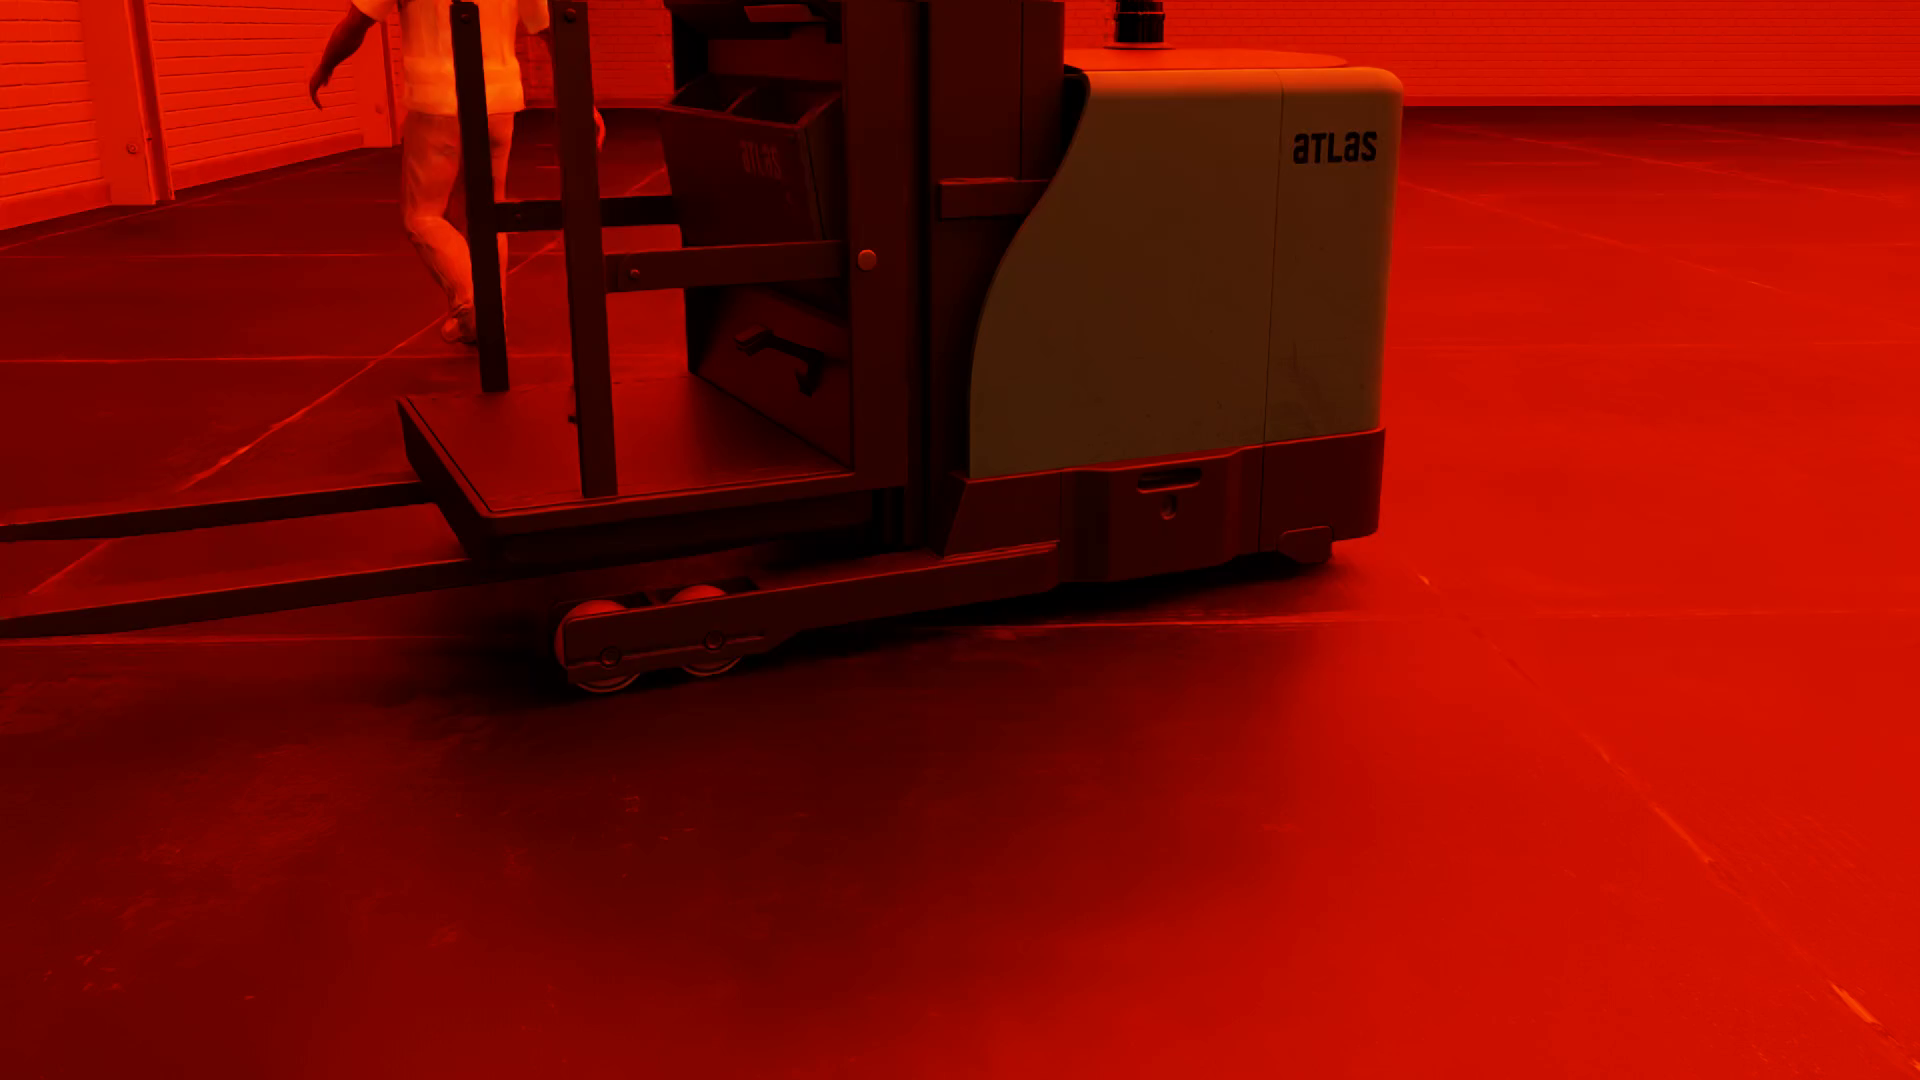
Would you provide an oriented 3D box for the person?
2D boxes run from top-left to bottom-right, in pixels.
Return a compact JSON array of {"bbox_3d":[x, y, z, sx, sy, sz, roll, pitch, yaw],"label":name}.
[{"bbox_3d":[-1.796,-1.554,6.016,0.907,1.746,0.684,-14,22,-38],"label":"person"}]

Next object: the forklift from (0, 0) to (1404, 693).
[{"bbox_3d":[-0.610,-1.300,3.157,3.031,2.935,1.130,-8,19,-24],"label":"forklift"}]
